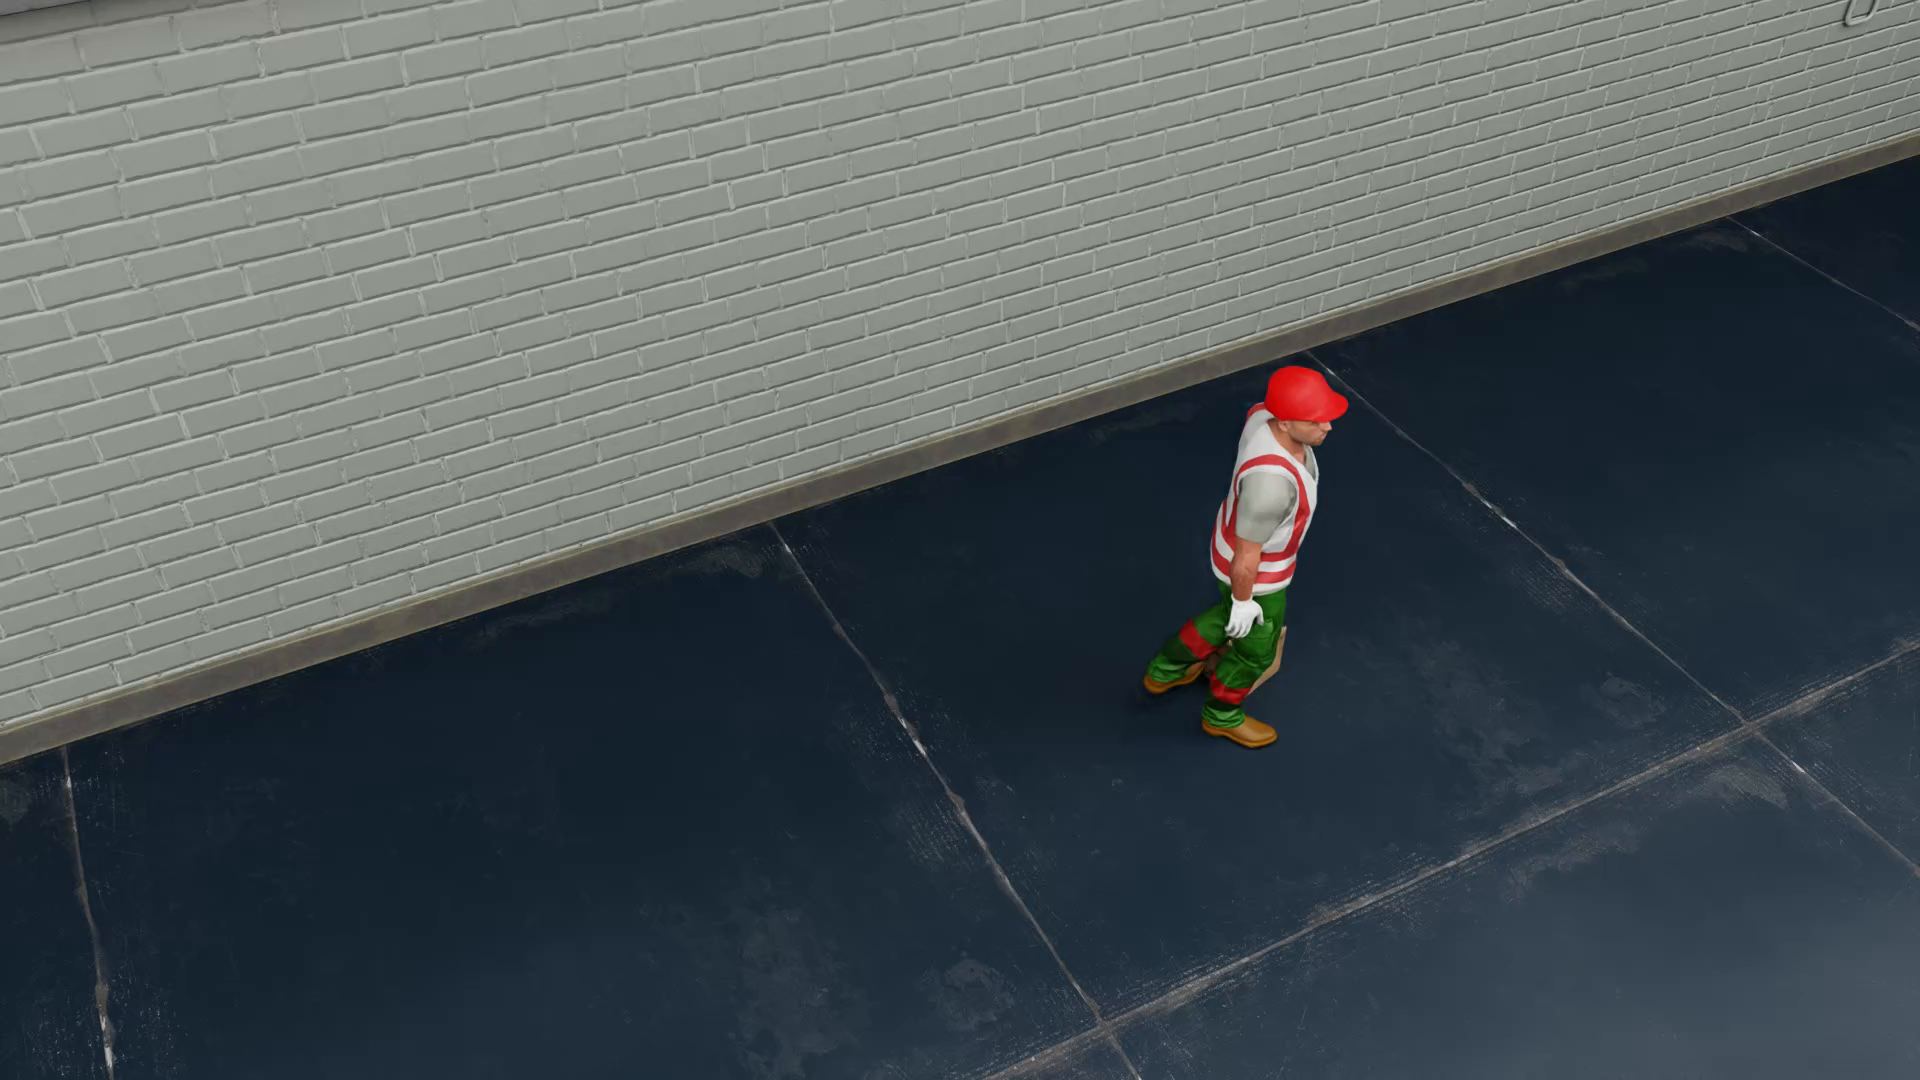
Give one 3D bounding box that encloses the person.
[{"bbox_3d":[1.003,0.067,6.065,0.578,1.778,0.579,7,41,7],"label":"person"}]
